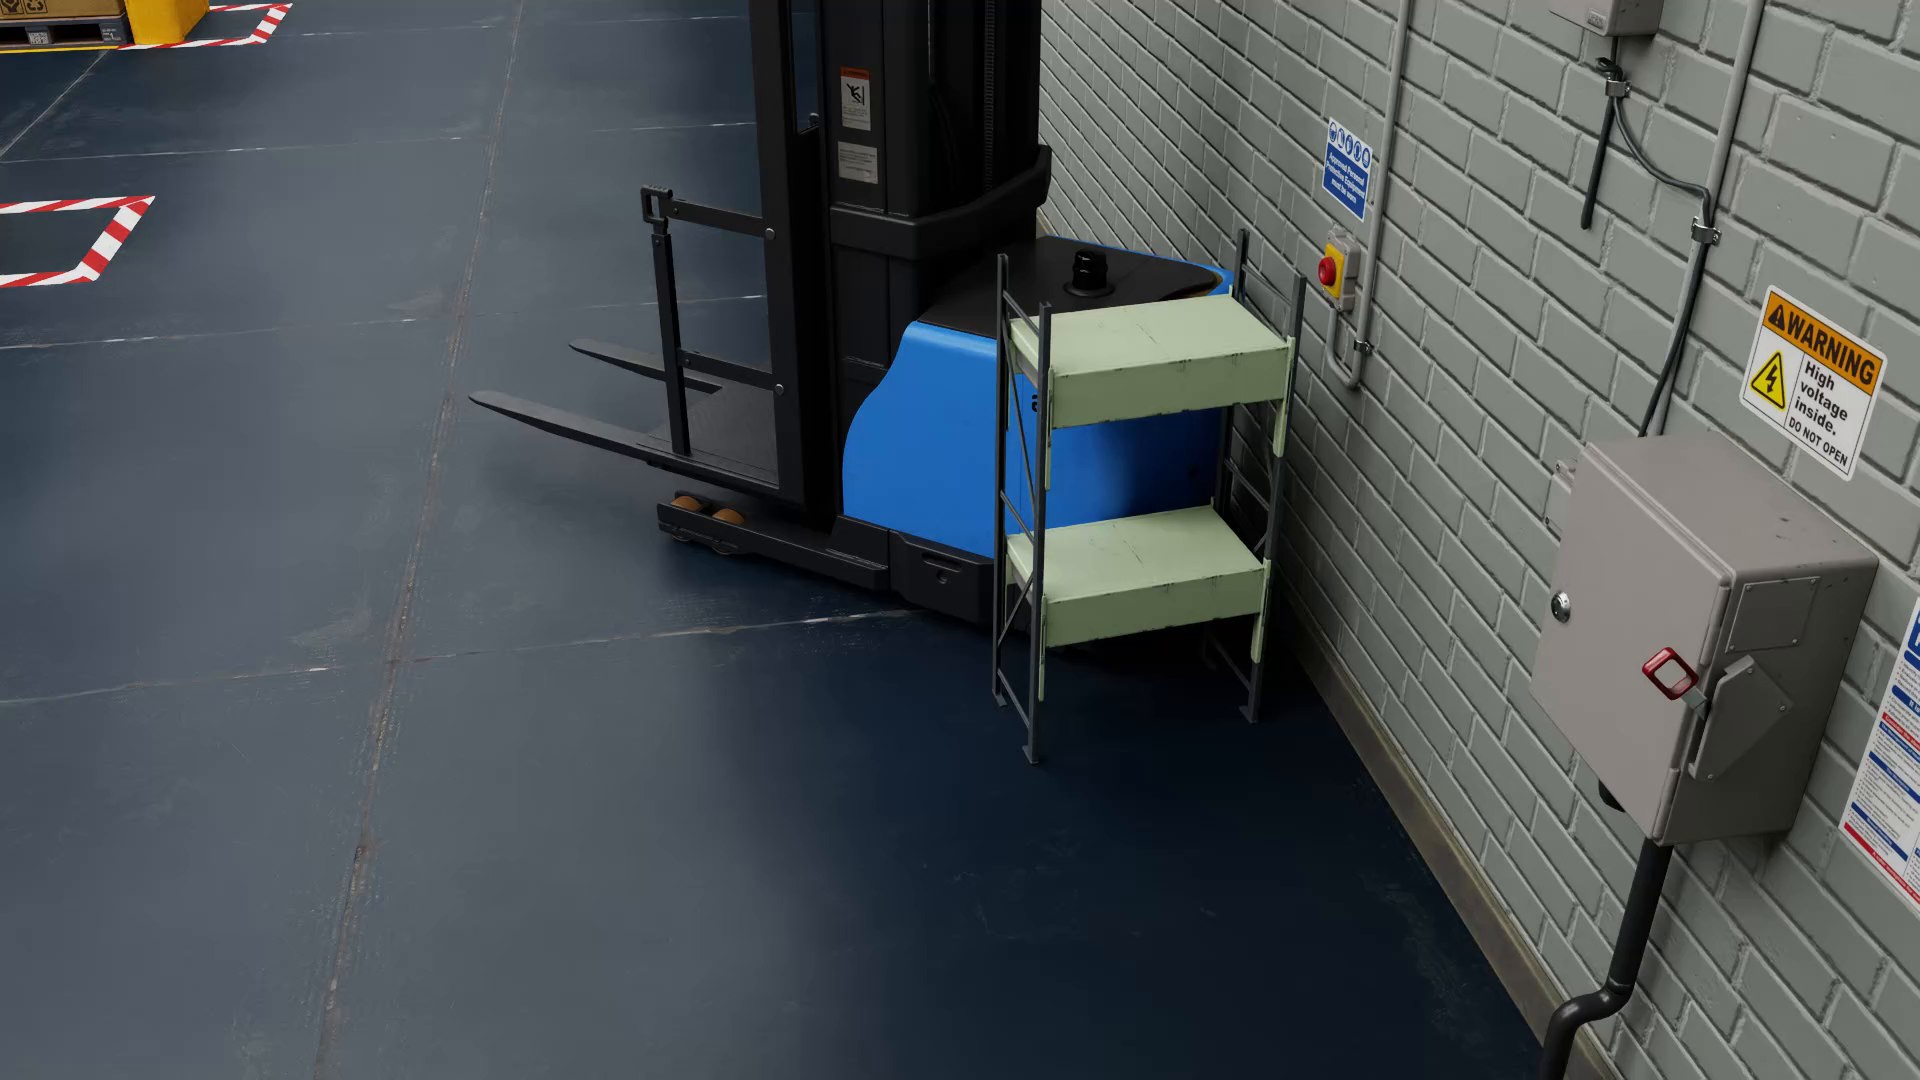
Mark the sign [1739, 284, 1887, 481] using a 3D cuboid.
[{"bbox_3d":[1.510,-0.284,2.959,0.001,0.242,0.339,-5,31,-9],"label":"sign"}]

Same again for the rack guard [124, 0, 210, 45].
[{"bbox_3d":[-6.223,-4.281,13.038,0.348,0.500,1.175,-5,31,-9],"label":"rack guard"}]

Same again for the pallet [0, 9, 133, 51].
[{"bbox_3d":[-7.019,-4.043,12.917,1.213,0.211,1.003,-5,31,-9],"label":"pallet"}]

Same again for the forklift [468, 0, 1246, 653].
[{"bbox_3d":[-0.540,-1.422,5.777,3.031,2.935,1.130,16,34,26],"label":"forklift"}]

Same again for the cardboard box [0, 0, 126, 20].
[{"bbox_3d":[-6.861,-4.524,12.666,0.875,0.875,0.875,-5,31,-9],"label":"cardboard box"}]

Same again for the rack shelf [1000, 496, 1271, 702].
[{"bbox_3d":[0.523,0.172,5.121,0.720,0.370,0.431,-9,32,-14],"label":"rack shelf"}]

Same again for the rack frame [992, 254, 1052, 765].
[{"bbox_3d":[0.172,-0.057,4.867,0.023,1.500,0.400,-9,32,-14],"label":"rack frame"}]

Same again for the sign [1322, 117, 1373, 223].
[{"bbox_3d":[1.133,-1.088,4.875,0.001,0.218,0.327,-5,31,-9],"label":"sign"}]

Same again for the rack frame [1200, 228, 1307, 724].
[{"bbox_3d":[0.874,-0.162,5.046,0.023,1.500,0.400,-9,32,-14],"label":"rack frame"}]

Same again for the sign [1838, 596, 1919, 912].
[{"bbox_3d":[1.609,0.387,2.727,0.001,0.494,0.329,-5,31,-9],"label":"sign"}]

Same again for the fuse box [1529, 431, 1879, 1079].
[{"bbox_3d":[1.316,0.674,3.416,0.414,1.711,0.539,-5,31,-9],"label":"fuse box"}]

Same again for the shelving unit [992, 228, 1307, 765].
[{"bbox_3d":[0.523,-0.109,4.956,0.755,1.500,0.431,-9,32,-14],"label":"shelving unit"}]

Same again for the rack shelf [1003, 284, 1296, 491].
[{"bbox_3d":[0.523,-0.446,4.758,0.720,0.370,0.431,-9,32,-14],"label":"rack shelf"}]

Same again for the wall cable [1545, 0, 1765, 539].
[{"bbox_3d":[1.348,-0.674,3.435,0.122,1.984,0.588,-5,31,-9],"label":"wall cable"}]

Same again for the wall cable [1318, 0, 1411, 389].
[{"bbox_3d":[1.081,-1.394,4.628,0.123,1.953,0.585,-5,31,-9],"label":"wall cable"}]
